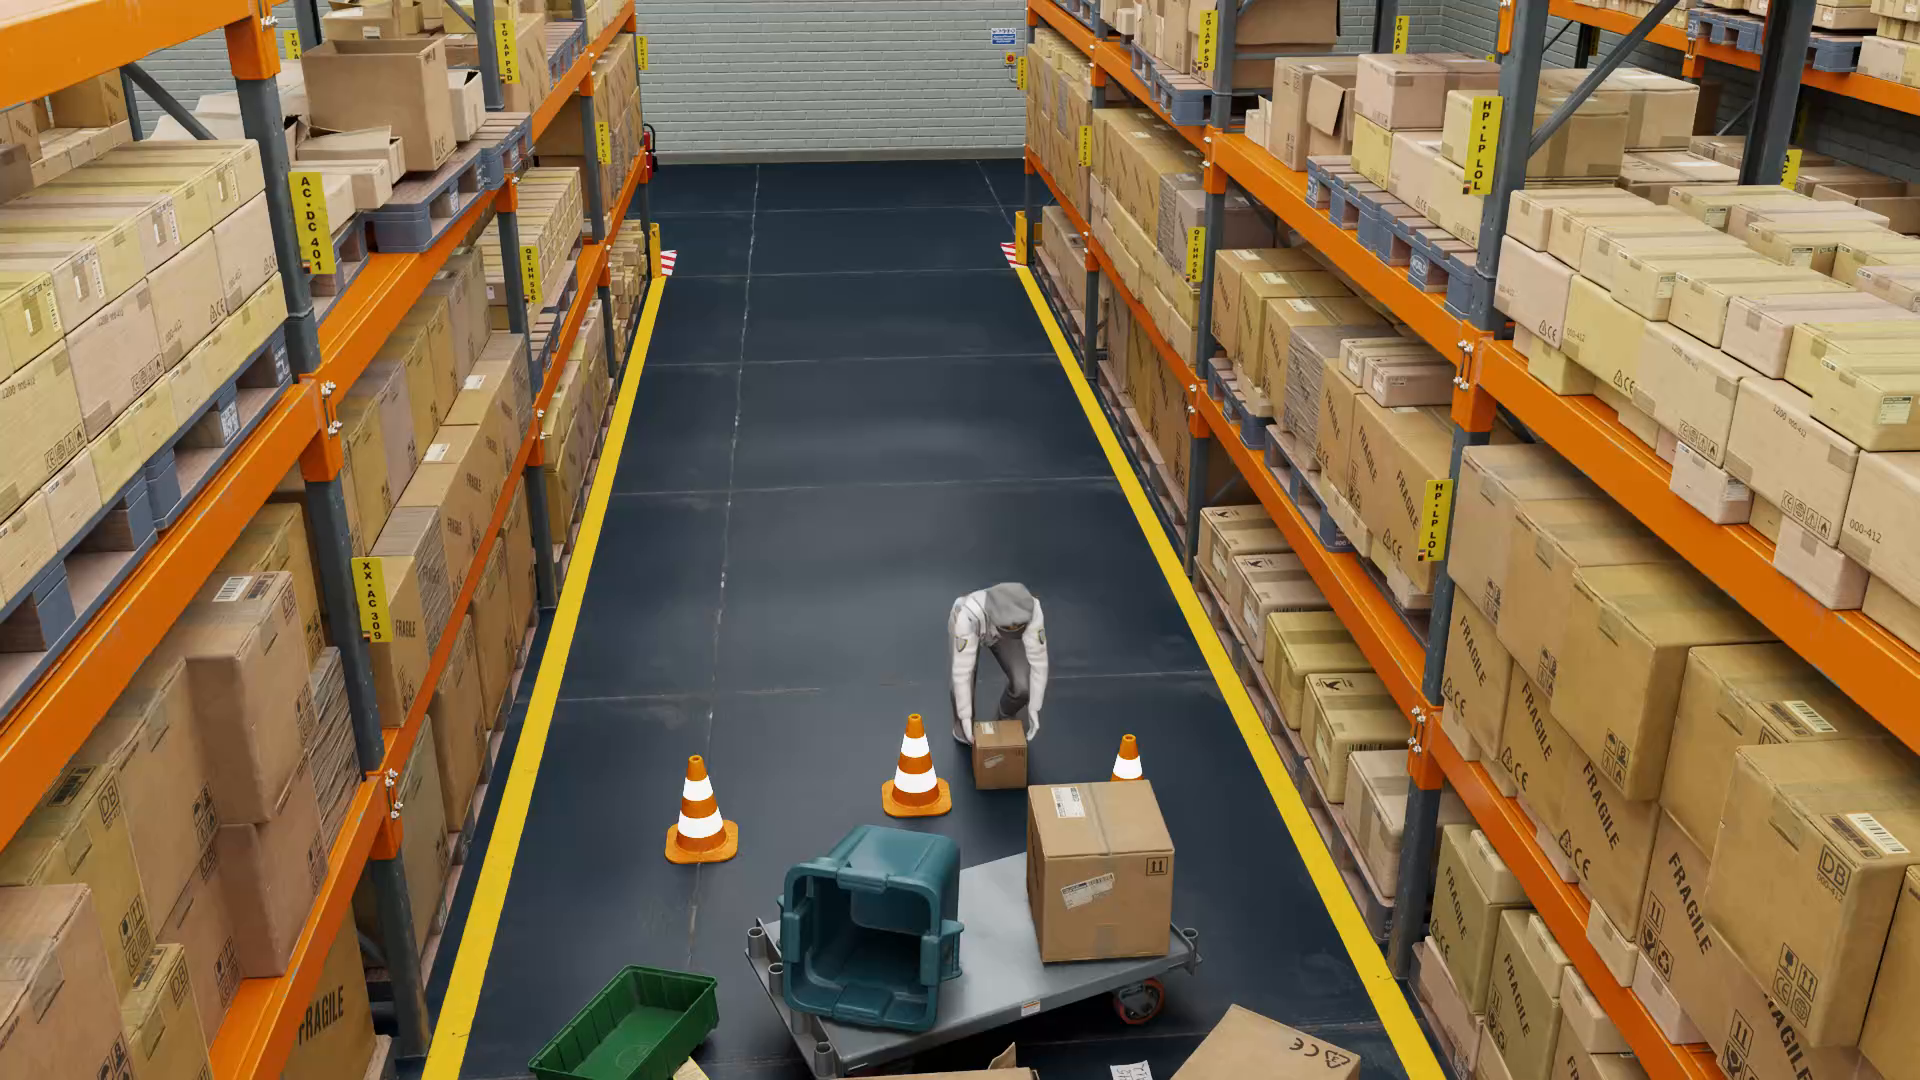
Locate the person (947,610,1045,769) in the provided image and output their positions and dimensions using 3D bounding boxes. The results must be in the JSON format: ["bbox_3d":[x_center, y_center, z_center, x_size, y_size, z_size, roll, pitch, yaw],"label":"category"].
[{"bbox_3d":[0.175,0.670,8.556,0.489,0.888,0.855,-2,24,-5],"label":"person"}]
